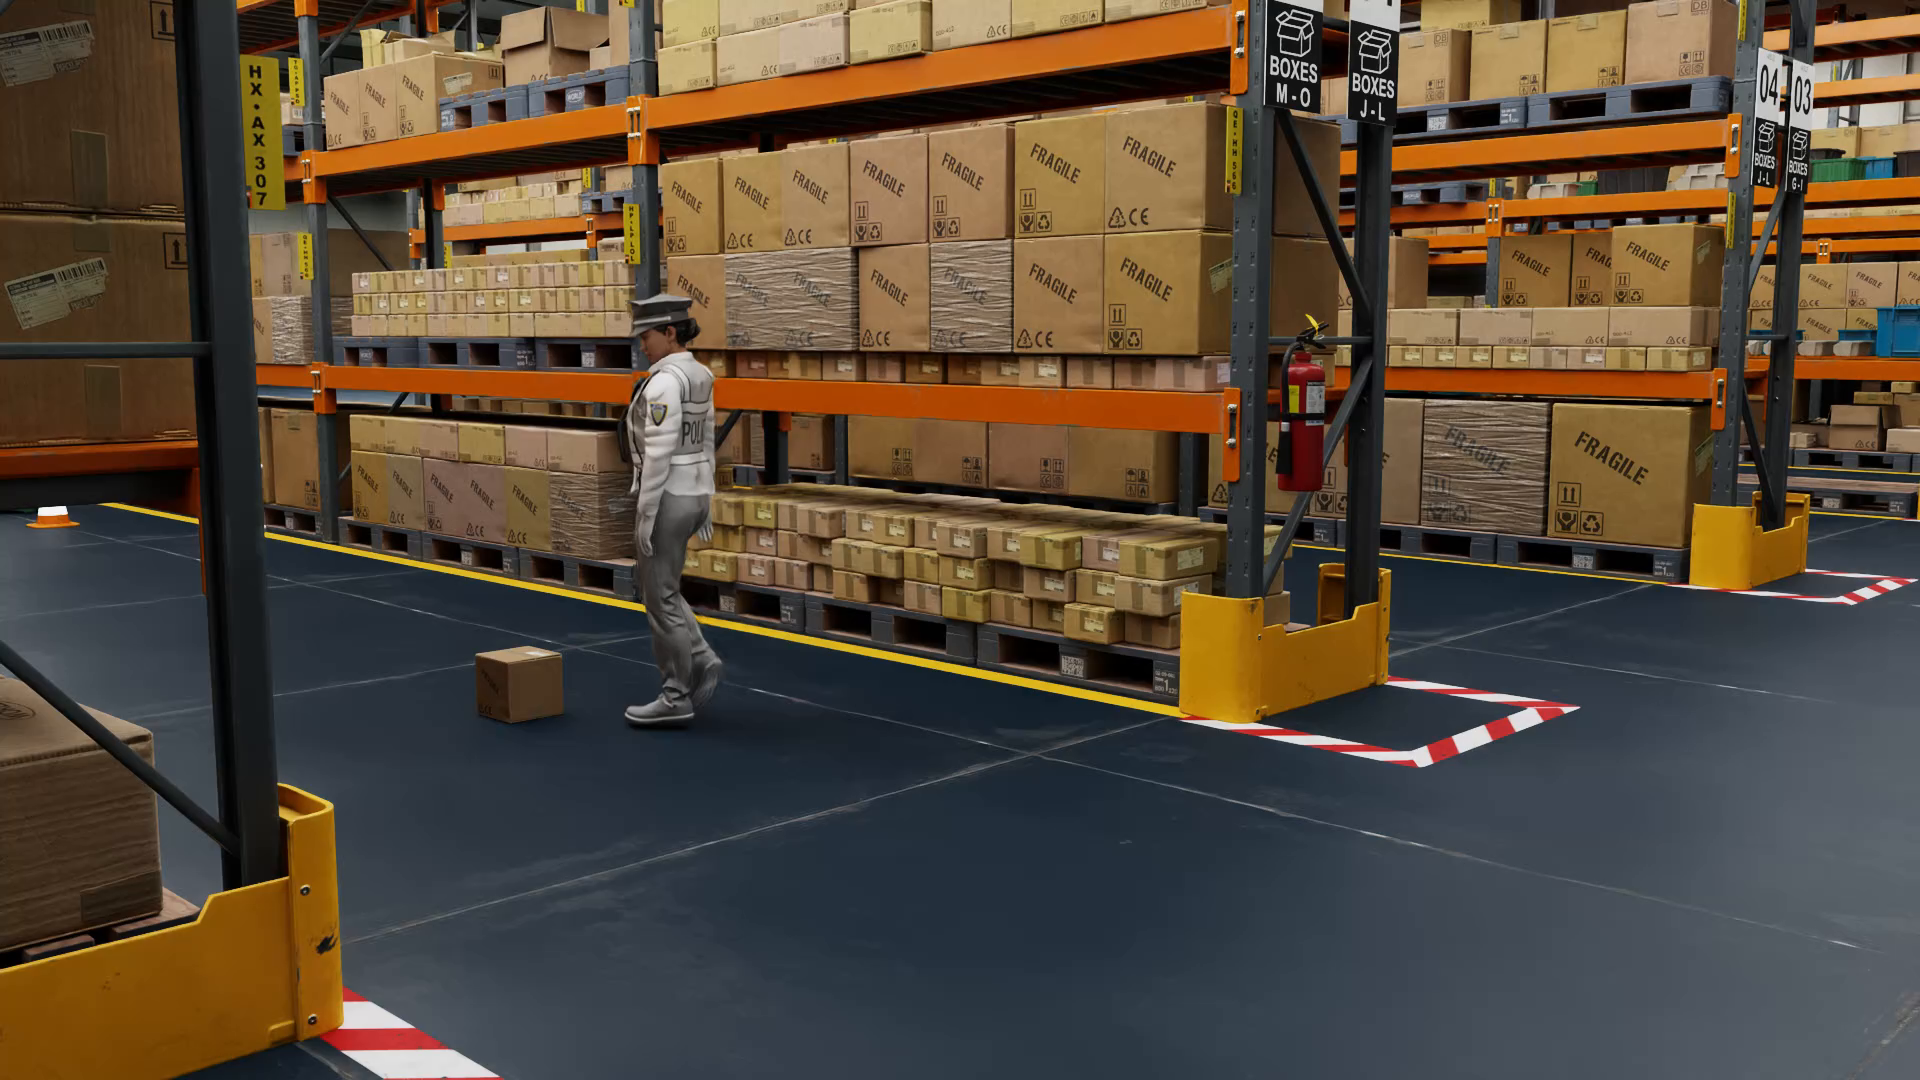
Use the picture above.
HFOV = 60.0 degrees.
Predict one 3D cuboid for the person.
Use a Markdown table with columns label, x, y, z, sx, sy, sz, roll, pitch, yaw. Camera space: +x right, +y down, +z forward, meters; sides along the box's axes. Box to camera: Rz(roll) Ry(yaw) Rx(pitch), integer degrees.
| label | x | y | z | sx | sy | sz | roll | pitch | yaw |
| --- | --- | --- | --- | --- | --- | --- | --- | --- | --- |
| person | -1.160 | -0.114 | 6.482 | 0.400 | 1.667 | 0.513 | 1 | 7 | 12 |
